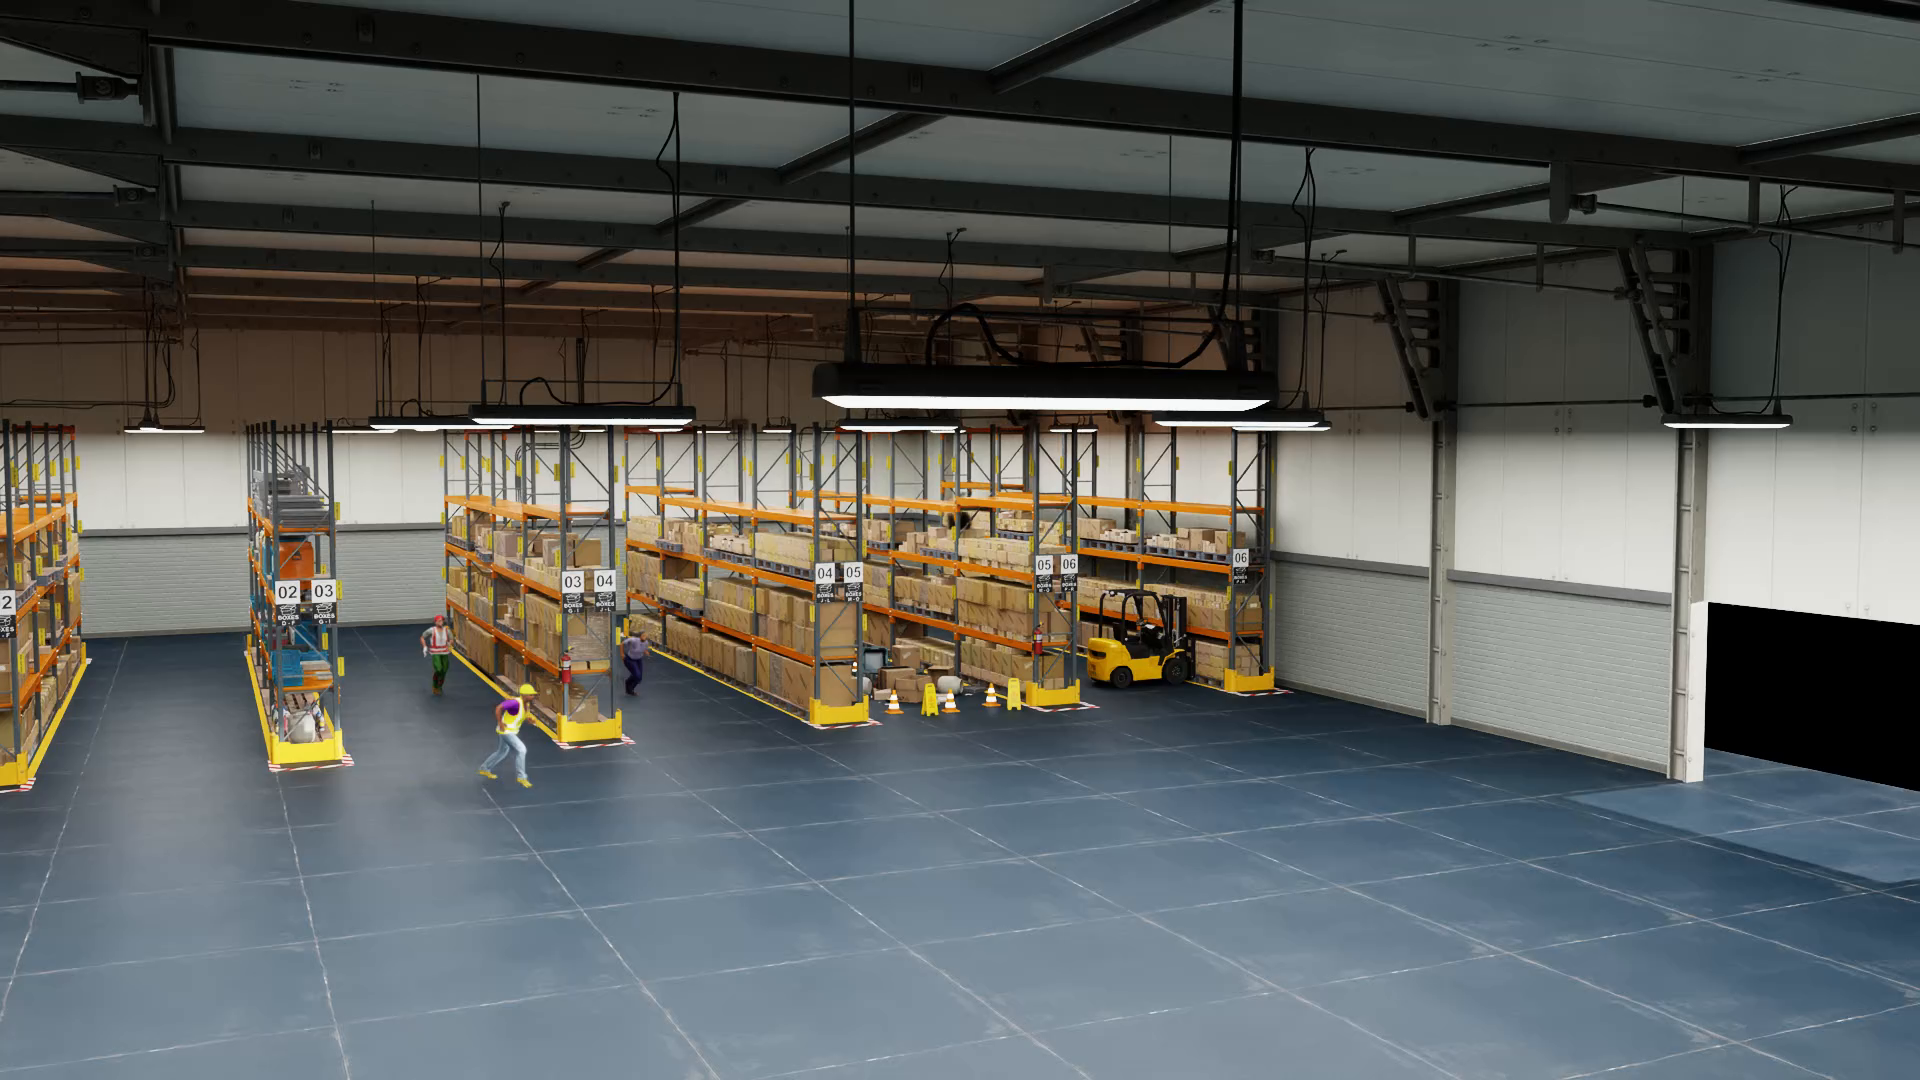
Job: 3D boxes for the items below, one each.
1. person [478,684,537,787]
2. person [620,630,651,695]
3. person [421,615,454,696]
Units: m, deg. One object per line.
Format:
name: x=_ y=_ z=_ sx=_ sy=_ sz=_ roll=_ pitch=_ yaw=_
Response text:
person: x=-7.416 y=3.212 z=27.212 sx=1.041 sy=1.719 sz=0.752 roll=1 pitch=4 yaw=11
person: x=-7.147 y=2.702 z=36.533 sx=0.823 sy=1.482 sz=0.643 roll=3 pitch=5 yaw=42
person: x=-11.463 y=2.538 z=36.636 sx=0.649 sy=1.783 sz=0.698 roll=-3 pitch=4 yaw=-37
